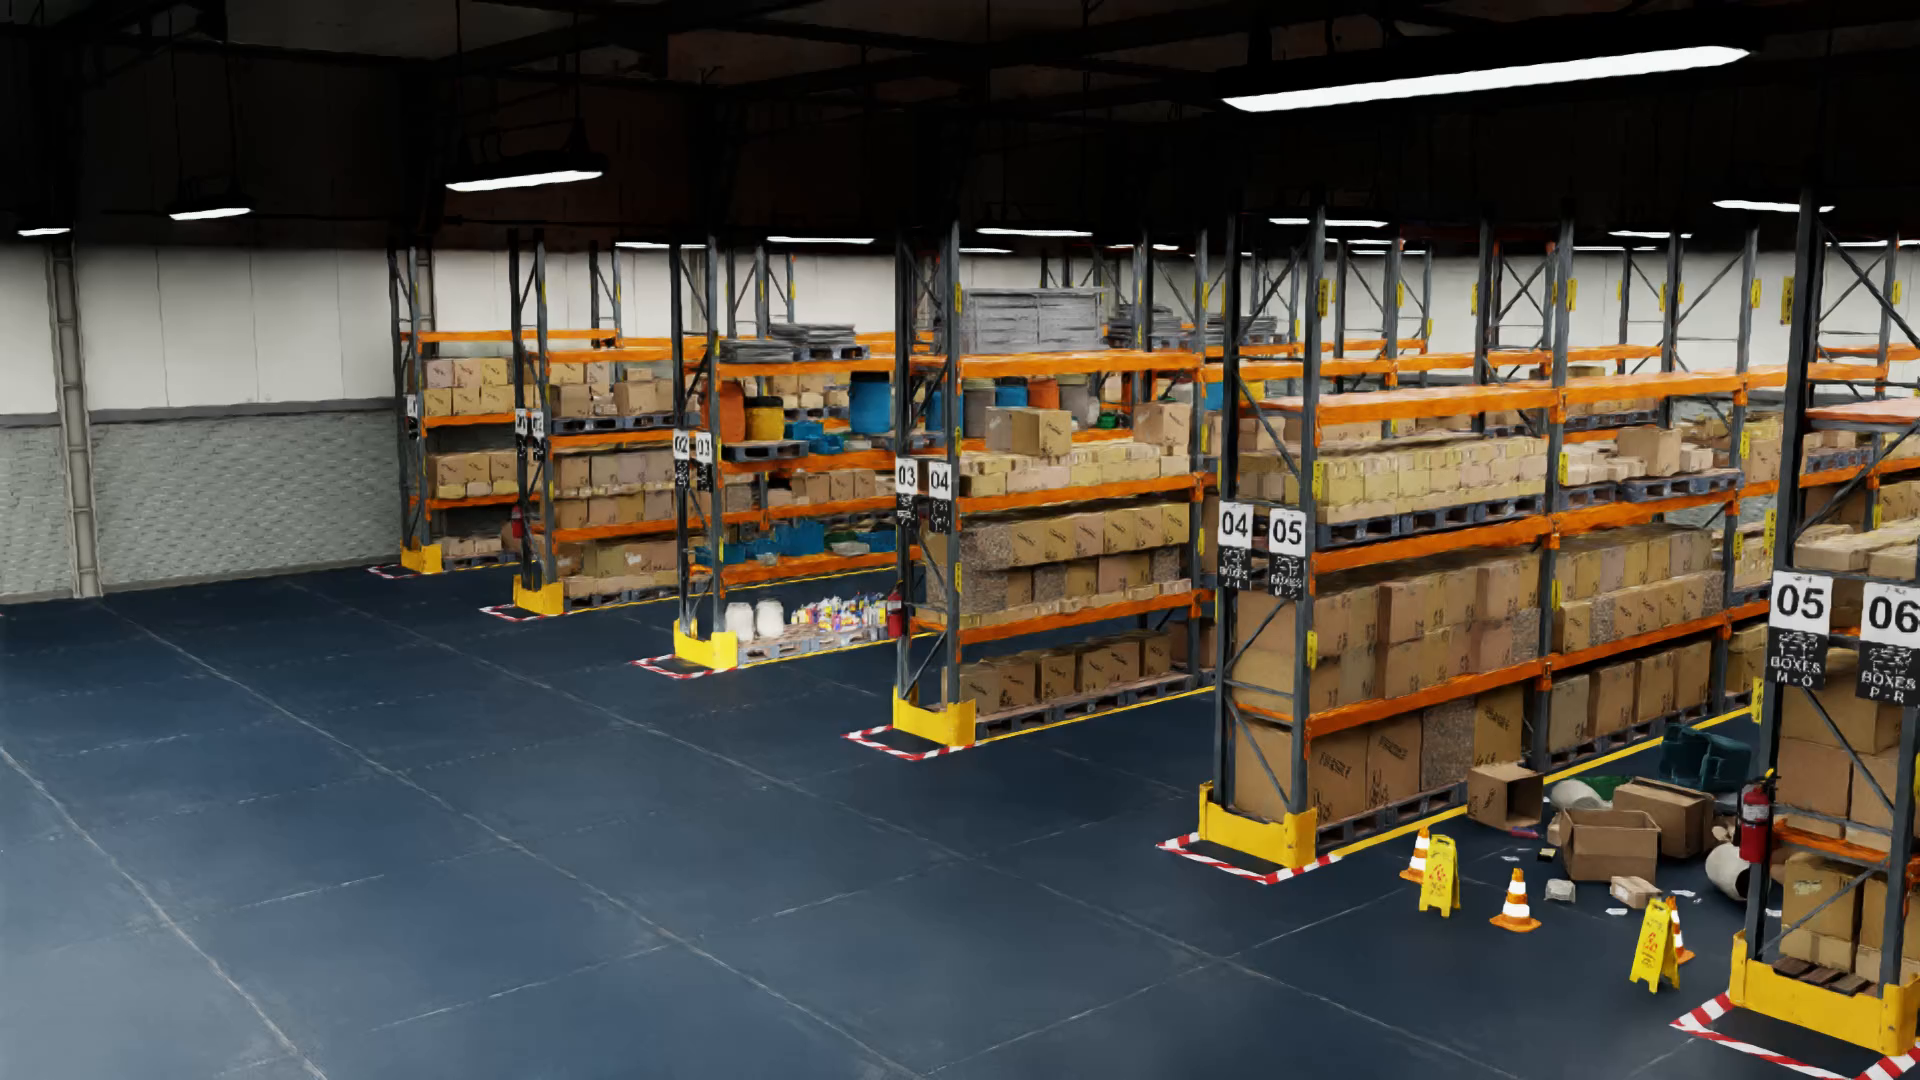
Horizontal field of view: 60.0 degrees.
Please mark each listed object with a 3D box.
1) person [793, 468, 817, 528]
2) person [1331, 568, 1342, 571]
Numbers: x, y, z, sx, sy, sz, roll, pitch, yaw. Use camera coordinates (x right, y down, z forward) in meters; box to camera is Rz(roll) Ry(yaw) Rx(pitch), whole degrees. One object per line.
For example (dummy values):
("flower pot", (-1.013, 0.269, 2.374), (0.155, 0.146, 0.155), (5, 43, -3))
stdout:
("person", (-3.036, -0.614, 32.542), (0.582, 1.607, 0.625), (-8, 12, -42))
("person", (4.719, 1.223, 20.927), (0.560, 1.469, 0.569), (-1, 9, -8))
